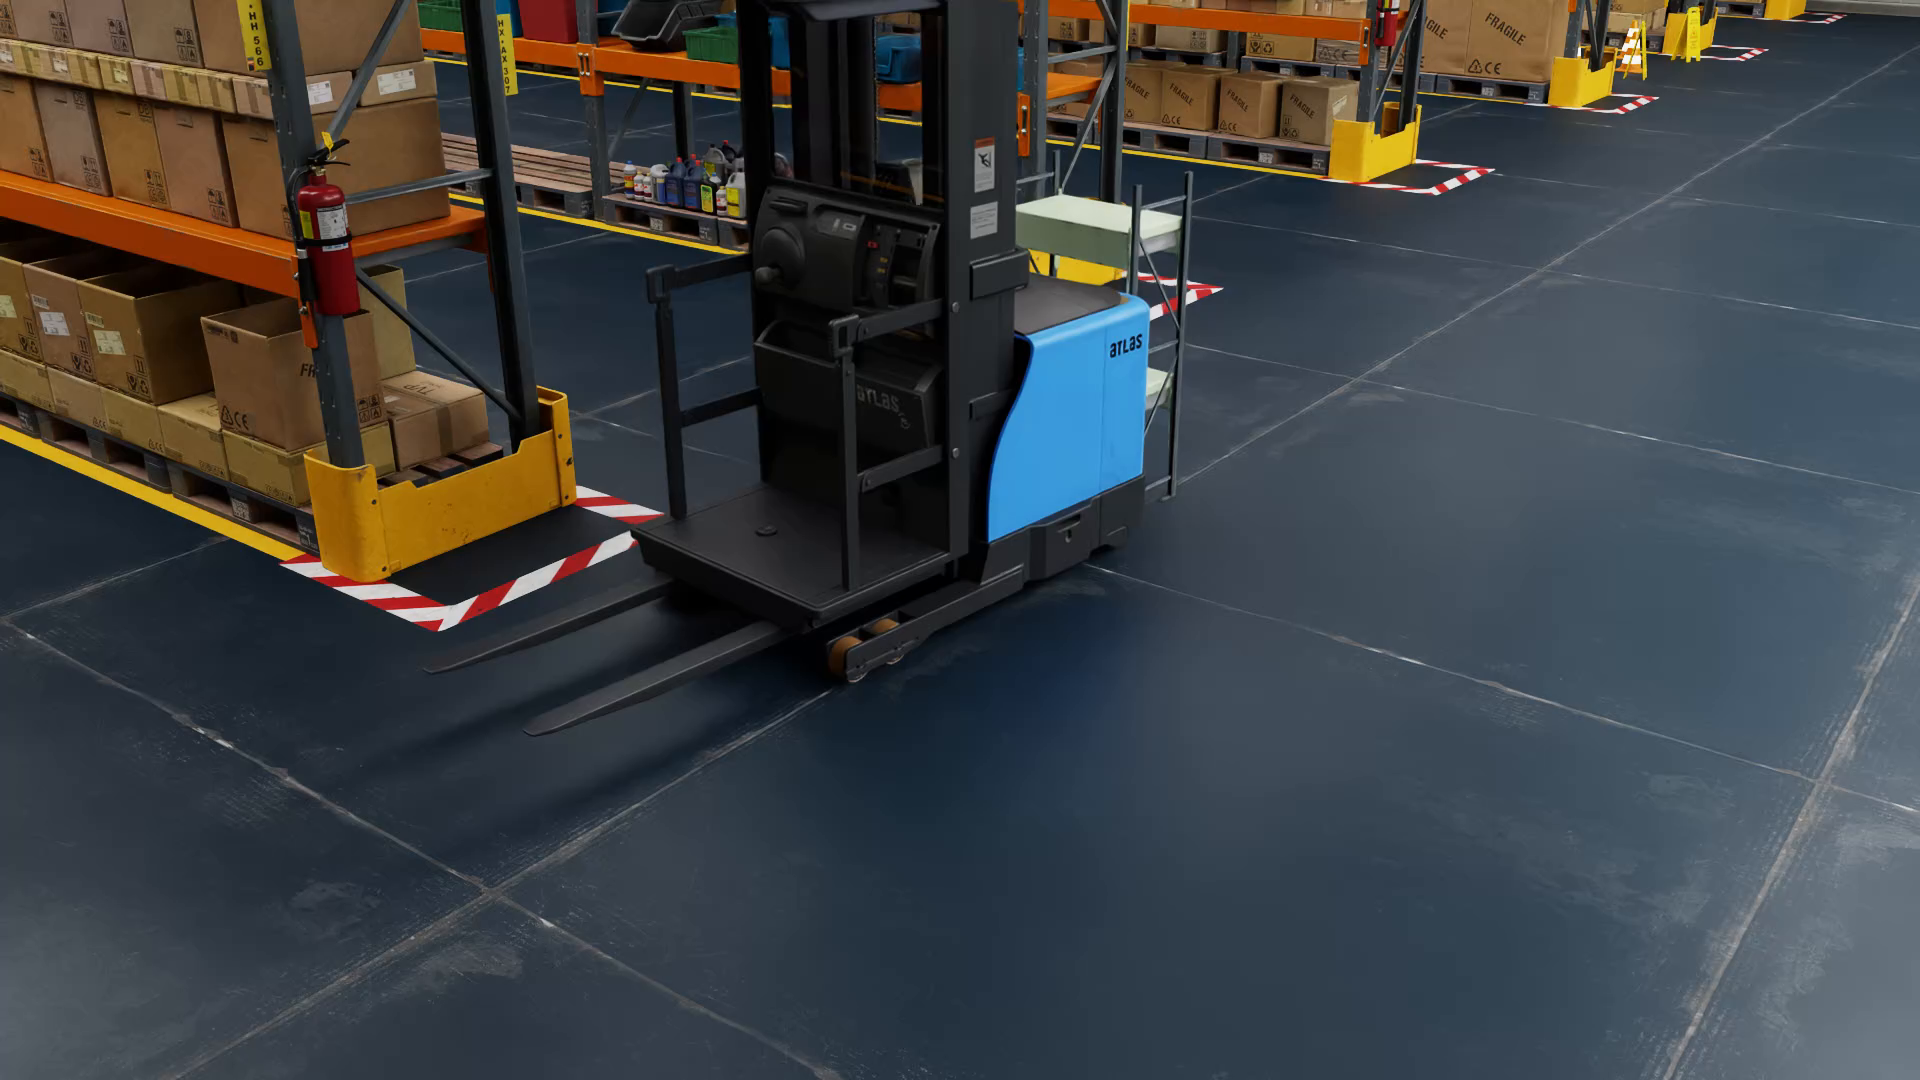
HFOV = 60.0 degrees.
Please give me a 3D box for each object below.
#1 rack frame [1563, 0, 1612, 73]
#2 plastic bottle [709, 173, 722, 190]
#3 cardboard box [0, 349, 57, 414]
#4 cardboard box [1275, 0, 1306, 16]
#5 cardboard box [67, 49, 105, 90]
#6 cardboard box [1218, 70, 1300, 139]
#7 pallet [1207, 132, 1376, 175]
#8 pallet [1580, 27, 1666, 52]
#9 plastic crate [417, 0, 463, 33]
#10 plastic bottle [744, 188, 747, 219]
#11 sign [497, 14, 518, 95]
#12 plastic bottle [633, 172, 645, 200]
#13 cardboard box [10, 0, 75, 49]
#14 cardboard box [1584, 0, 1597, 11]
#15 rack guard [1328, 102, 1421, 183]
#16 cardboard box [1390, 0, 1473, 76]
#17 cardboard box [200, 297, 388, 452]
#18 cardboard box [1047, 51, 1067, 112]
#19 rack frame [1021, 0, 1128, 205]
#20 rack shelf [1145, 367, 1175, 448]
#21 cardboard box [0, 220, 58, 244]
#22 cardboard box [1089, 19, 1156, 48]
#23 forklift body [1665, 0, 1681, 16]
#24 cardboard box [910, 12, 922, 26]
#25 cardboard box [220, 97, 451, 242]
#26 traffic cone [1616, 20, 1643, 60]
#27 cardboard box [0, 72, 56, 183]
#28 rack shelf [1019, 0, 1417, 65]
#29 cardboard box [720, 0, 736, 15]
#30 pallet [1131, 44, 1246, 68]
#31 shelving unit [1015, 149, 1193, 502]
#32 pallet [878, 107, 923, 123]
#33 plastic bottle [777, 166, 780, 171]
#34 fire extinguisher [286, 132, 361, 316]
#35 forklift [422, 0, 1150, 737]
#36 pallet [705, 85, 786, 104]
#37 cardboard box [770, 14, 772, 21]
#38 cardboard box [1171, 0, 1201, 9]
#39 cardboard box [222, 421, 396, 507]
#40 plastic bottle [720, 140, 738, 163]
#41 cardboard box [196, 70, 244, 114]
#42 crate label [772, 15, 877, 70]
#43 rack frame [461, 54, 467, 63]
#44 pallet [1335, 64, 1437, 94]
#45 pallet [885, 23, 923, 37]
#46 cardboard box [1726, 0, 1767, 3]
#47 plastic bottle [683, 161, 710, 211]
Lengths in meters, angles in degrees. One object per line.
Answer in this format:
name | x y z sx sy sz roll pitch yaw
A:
rack frame | 6.753 -6.192 17.583 0.127 3.000 1.000 17 29 33
plastic bottle | -1.786 -2.540 12.132 0.097 0.271 0.097 0 24 0
cardboard box | -4.465 -0.867 8.387 0.500 0.250 0.500 17 29 33
cardboard box | 2.914 -4.608 14.299 0.250 0.149 0.380 17 29 33
cardboard box | -3.704 -2.107 7.383 0.250 0.149 0.380 18 29 35
cardboard box | 2.708 -3.954 15.084 0.500 0.500 0.500 -17 29 -34
pallet | 3.007 -3.566 15.082 1.213 0.211 1.003 17 29 33
pallet | 8.951 -6.764 22.339 1.213 0.211 1.003 17 29 33
plastic crate | -4.037 -4.218 13.367 0.662 0.188 0.450 17 29 33
plastic bottle | -1.437 -2.452 11.834 0.185 0.351 0.144 18 30 35
sign | -1.910 -2.031 6.967 0.005 0.325 0.100 17 29 33
plastic bottle | -2.401 -2.663 12.499 0.097 0.201 0.097 0 24 0
cardboard box | -3.884 -2.558 7.603 0.500 0.500 0.700 17 29 33
cardboard box | 8.423 -7.325 22.114 0.500 0.500 0.500 18 30 35
rack guard | 3.636 -3.491 14.552 0.348 0.500 1.175 17 29 33
cardboard box | 5.465 -5.767 18.732 0.875 0.875 0.875 16 29 32
cardboard box | -2.855 -0.732 7.149 0.500 0.500 0.500 17 29 33
cardboard box | 0.792 -4.522 16.372 0.500 0.500 0.500 16 28 32
rack frame | 0.726 -3.018 10.380 0.127 3.000 1.000 17 29 33
rack shelf | 0.584 -0.632 7.634 0.720 0.370 0.431 20 31 38
cardboard box | -4.860 -1.334 8.516 0.500 0.500 0.500 17 29 33
cardboard box | 2.231 -6.677 20.954 0.750 0.750 1.050 17 29 33
forklift body | 10.003 -8.897 24.776 1.214 2.155 2.313 17 29 33
cardboard box | -0.332 -7.249 22.563 0.500 0.500 0.500 17 29 33
cardboard box | -2.613 -1.584 7.000 0.500 0.500 0.700 17 29 33
traffic cone | 8.523 -6.340 21.066 0.334 0.463 0.336 17 29 33
cardboard box | -4.264 -2.081 8.128 0.500 0.500 0.700 17 29 34
rack shelf | 2.097 -4.770 15.249 4.000 0.370 1.077 17 29 33
cardboard box | -3.244 -5.944 19.135 0.875 0.875 1.225 15 28 31
pallet | 2.889 -6.045 20.709 1.213 0.211 1.003 17 29 33
shelving unit | 0.584 -0.931 7.502 0.755 1.500 0.431 20 31 38
pallet | -0.128 -4.495 17.190 1.213 0.211 1.003 17 29 33
plastic bottle | -1.415 -2.717 12.520 0.133 0.283 0.061 17 29 33
fire extinguisher | -2.431 -1.207 6.365 0.183 0.674 0.296 17 29 33
forklift | -0.572 -1.053 6.005 1.130 2.935 3.031 21 31 39
pallet | -2.080 -5.085 18.529 1.213 0.211 1.003 17 29 33
cardboard box | -1.720 -5.674 18.032 0.500 0.250 0.500 21 31 39
cardboard box | 2.082 -4.832 14.809 0.250 0.149 0.380 17 29 33
cardboard box | -2.854 -0.389 7.302 0.500 0.250 0.500 17 29 33
plastic bottle | -1.786 -2.912 12.878 0.185 0.351 0.144 16 28 32
cardboard box | -2.878 -1.857 6.816 0.250 0.149 0.380 18 29 35
crate label | -0.909 -3.392 11.184 0.616 0.435 0.502 17 29 33
rack frame | -5.905 -7.518 20.592 0.127 3.000 1.000 17 29 33
pallet | 5.094 -5.379 19.197 1.213 0.211 1.003 17 29 33
pallet | -0.273 -7.040 22.966 1.213 0.211 1.003 17 29 33
cardboard box | 12.049 -8.361 25.396 0.500 0.250 0.500 17 29 34
plastic bottle | -1.926 -2.600 12.170 0.185 0.351 0.144 15 28 31
